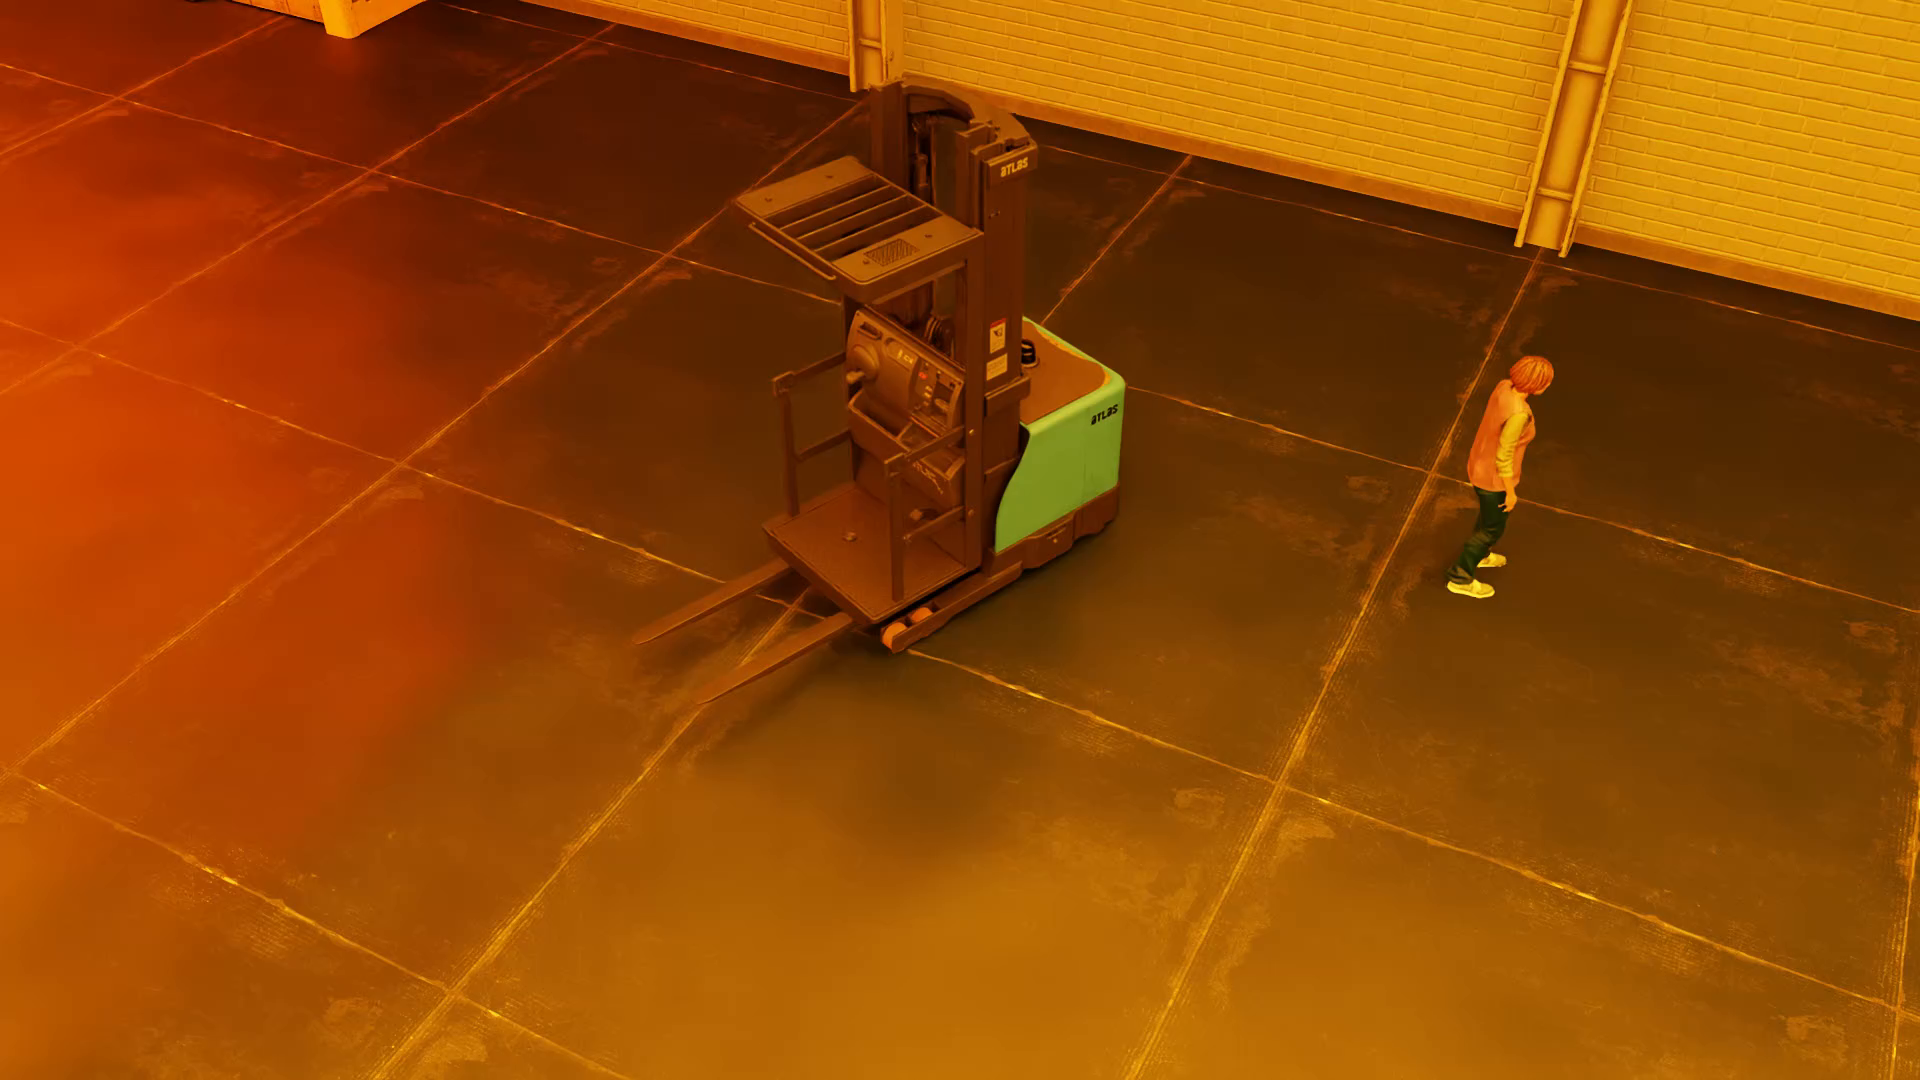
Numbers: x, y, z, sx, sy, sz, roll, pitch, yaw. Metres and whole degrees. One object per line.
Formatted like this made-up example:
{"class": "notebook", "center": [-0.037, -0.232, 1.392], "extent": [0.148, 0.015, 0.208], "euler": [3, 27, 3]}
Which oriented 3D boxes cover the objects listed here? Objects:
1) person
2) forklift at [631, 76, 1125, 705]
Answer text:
{"class": "person", "center": [3.094, -0.362, 9.475], "extent": [0.398, 1.607, 0.480], "euler": [5, 40, 6]}
{"class": "forklift", "center": [-0.465, -0.867, 9.016], "extent": [3.031, 2.935, 1.130], "euler": [-29, 48, -30]}
